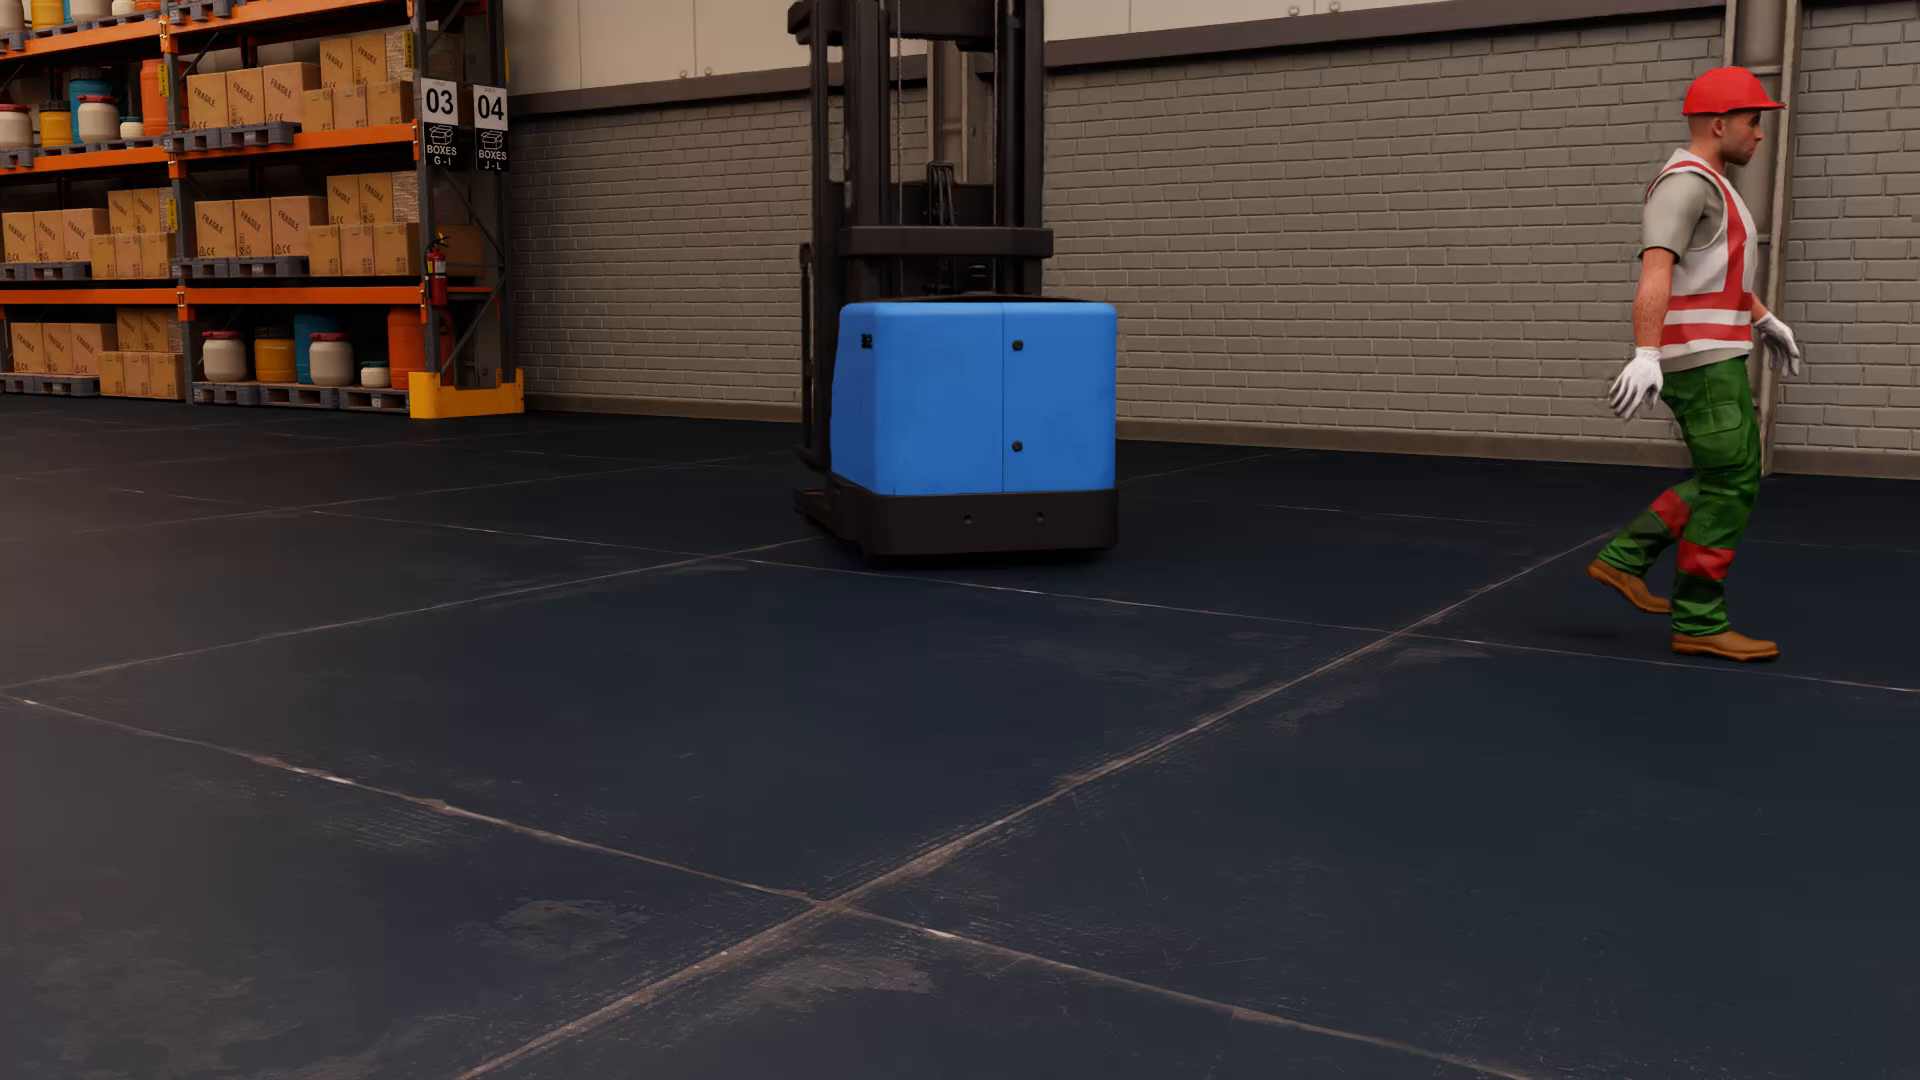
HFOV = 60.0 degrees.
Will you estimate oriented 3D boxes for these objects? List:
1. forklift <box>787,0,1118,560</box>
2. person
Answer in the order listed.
[{"bbox_3d":[-0.215,-1.538,8.011,1.130,2.935,3.031,-2,8,-15],"label":"forklift"},{"bbox_3d":[2.259,-0.537,5.104,0.590,1.766,0.812,4,9,25],"label":"person"}]
